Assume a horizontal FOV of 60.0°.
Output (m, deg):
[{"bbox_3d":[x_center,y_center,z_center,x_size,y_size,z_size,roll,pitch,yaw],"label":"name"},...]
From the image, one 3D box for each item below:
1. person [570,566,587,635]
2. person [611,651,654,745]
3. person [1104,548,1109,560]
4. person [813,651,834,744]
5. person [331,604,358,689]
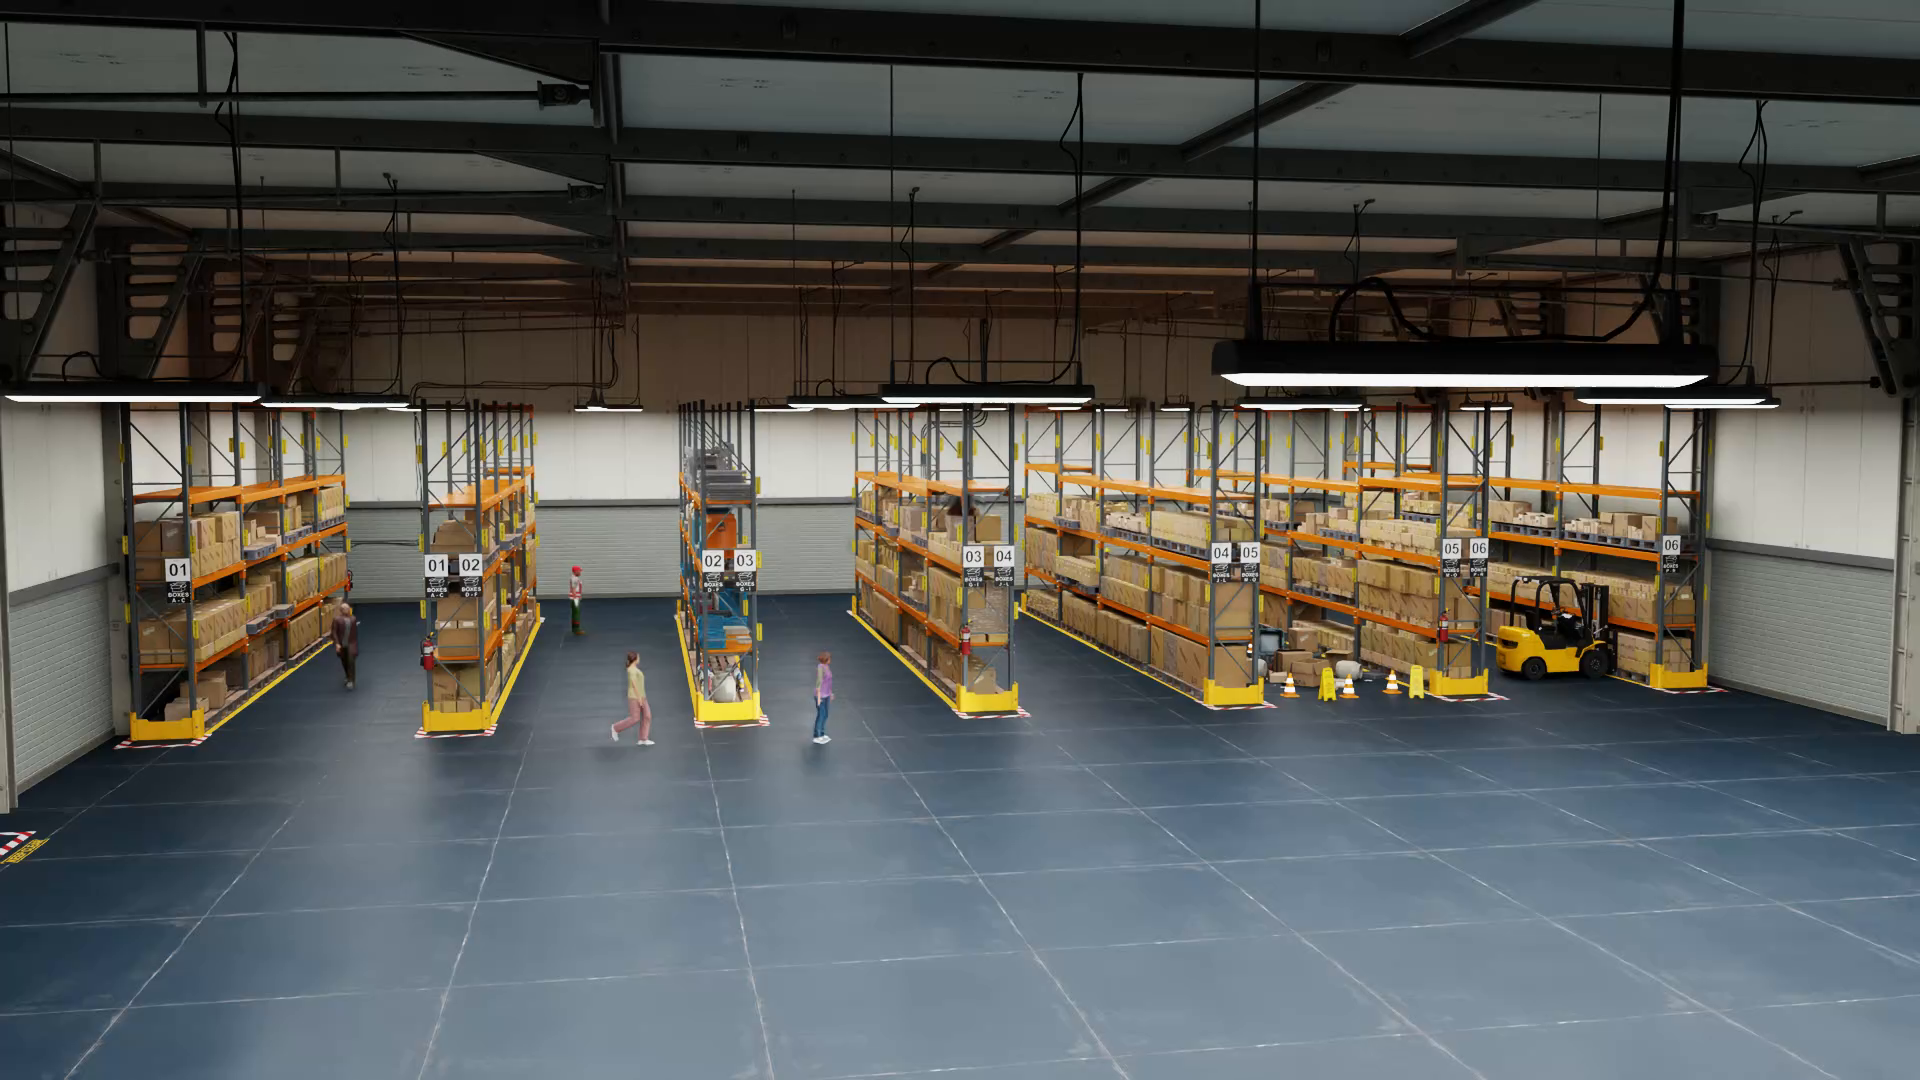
[{"bbox_3d":[-9.941,1.555,43.253,0.422,1.790,0.630,-1,4,-12],"label":"person"},{"bbox_3d":[-5.655,2.728,28.744,0.750,1.630,0.430,1,4,17],"label":"person"},{"bbox_3d":[4.348,1.116,49.312,0.375,1.778,0.622,-4,6,-41],"label":"person"},{"bbox_3d":[-2.401,2.744,29.033,0.339,1.597,0.448,1,4,13],"label":"person"},{"bbox_3d":[-12.913,2.201,34.906,0.535,1.732,1.068,-1,4,-16],"label":"person"}]
